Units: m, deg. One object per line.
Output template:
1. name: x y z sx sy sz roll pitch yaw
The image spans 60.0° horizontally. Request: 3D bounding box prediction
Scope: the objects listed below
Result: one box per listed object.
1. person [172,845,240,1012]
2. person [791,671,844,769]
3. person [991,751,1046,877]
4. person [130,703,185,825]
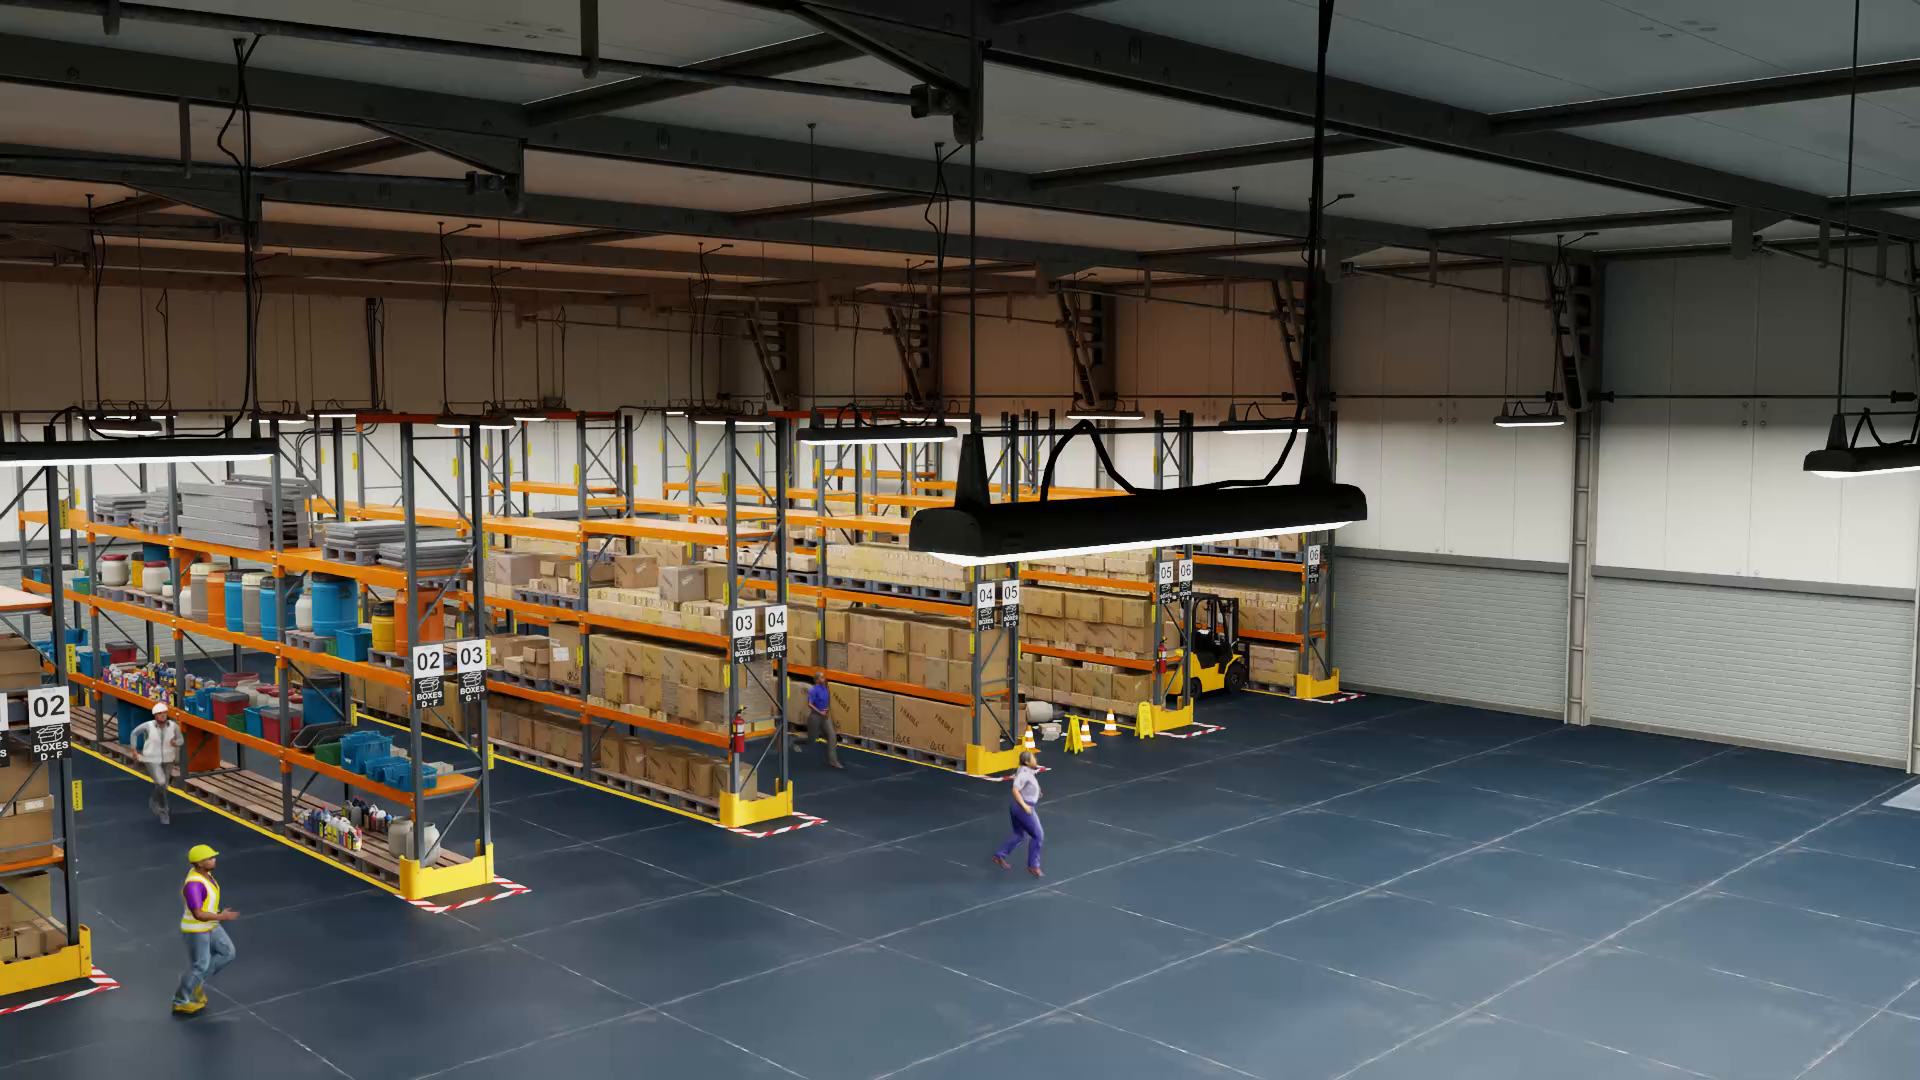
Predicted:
1. person: -7.749 3.970 17.096 0.715 1.716 0.680 -1 5 -10
2. person: -2.447 3.068 28.485 1.044 1.652 0.549 3 6 35
3. person: 0.772 3.623 21.958 0.731 1.709 0.632 -1 5 -7
4. person: -11.921 3.308 24.749 0.679 1.811 0.848 -5 7 -43
